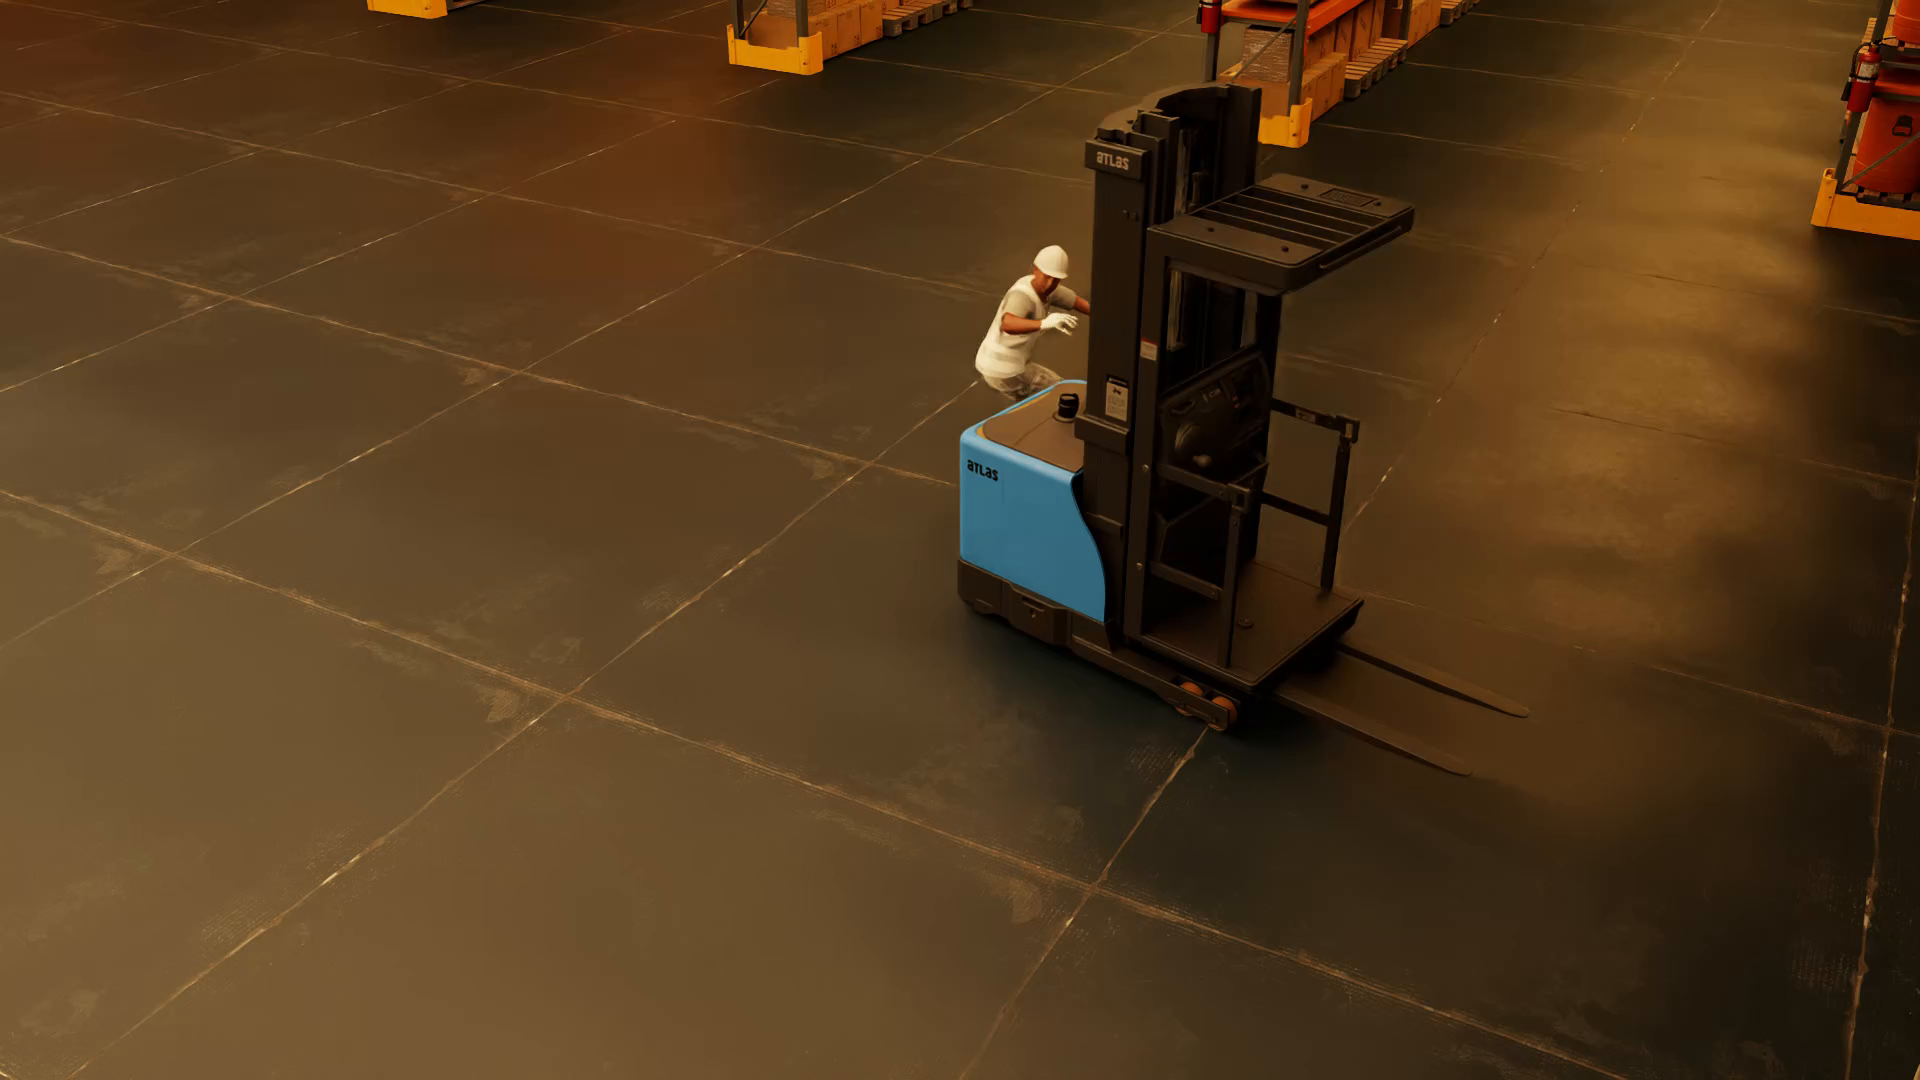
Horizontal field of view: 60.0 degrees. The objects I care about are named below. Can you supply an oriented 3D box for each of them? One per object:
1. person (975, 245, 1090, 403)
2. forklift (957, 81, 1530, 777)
[{"bbox_3d":[0.631,-1.105,10.441,1.112,1.489,0.841,-3,30,-6],"label":"person"},{"bbox_3d":[1.424,-0.610,8.128,3.031,2.935,1.130,24,38,35],"label":"forklift"}]
